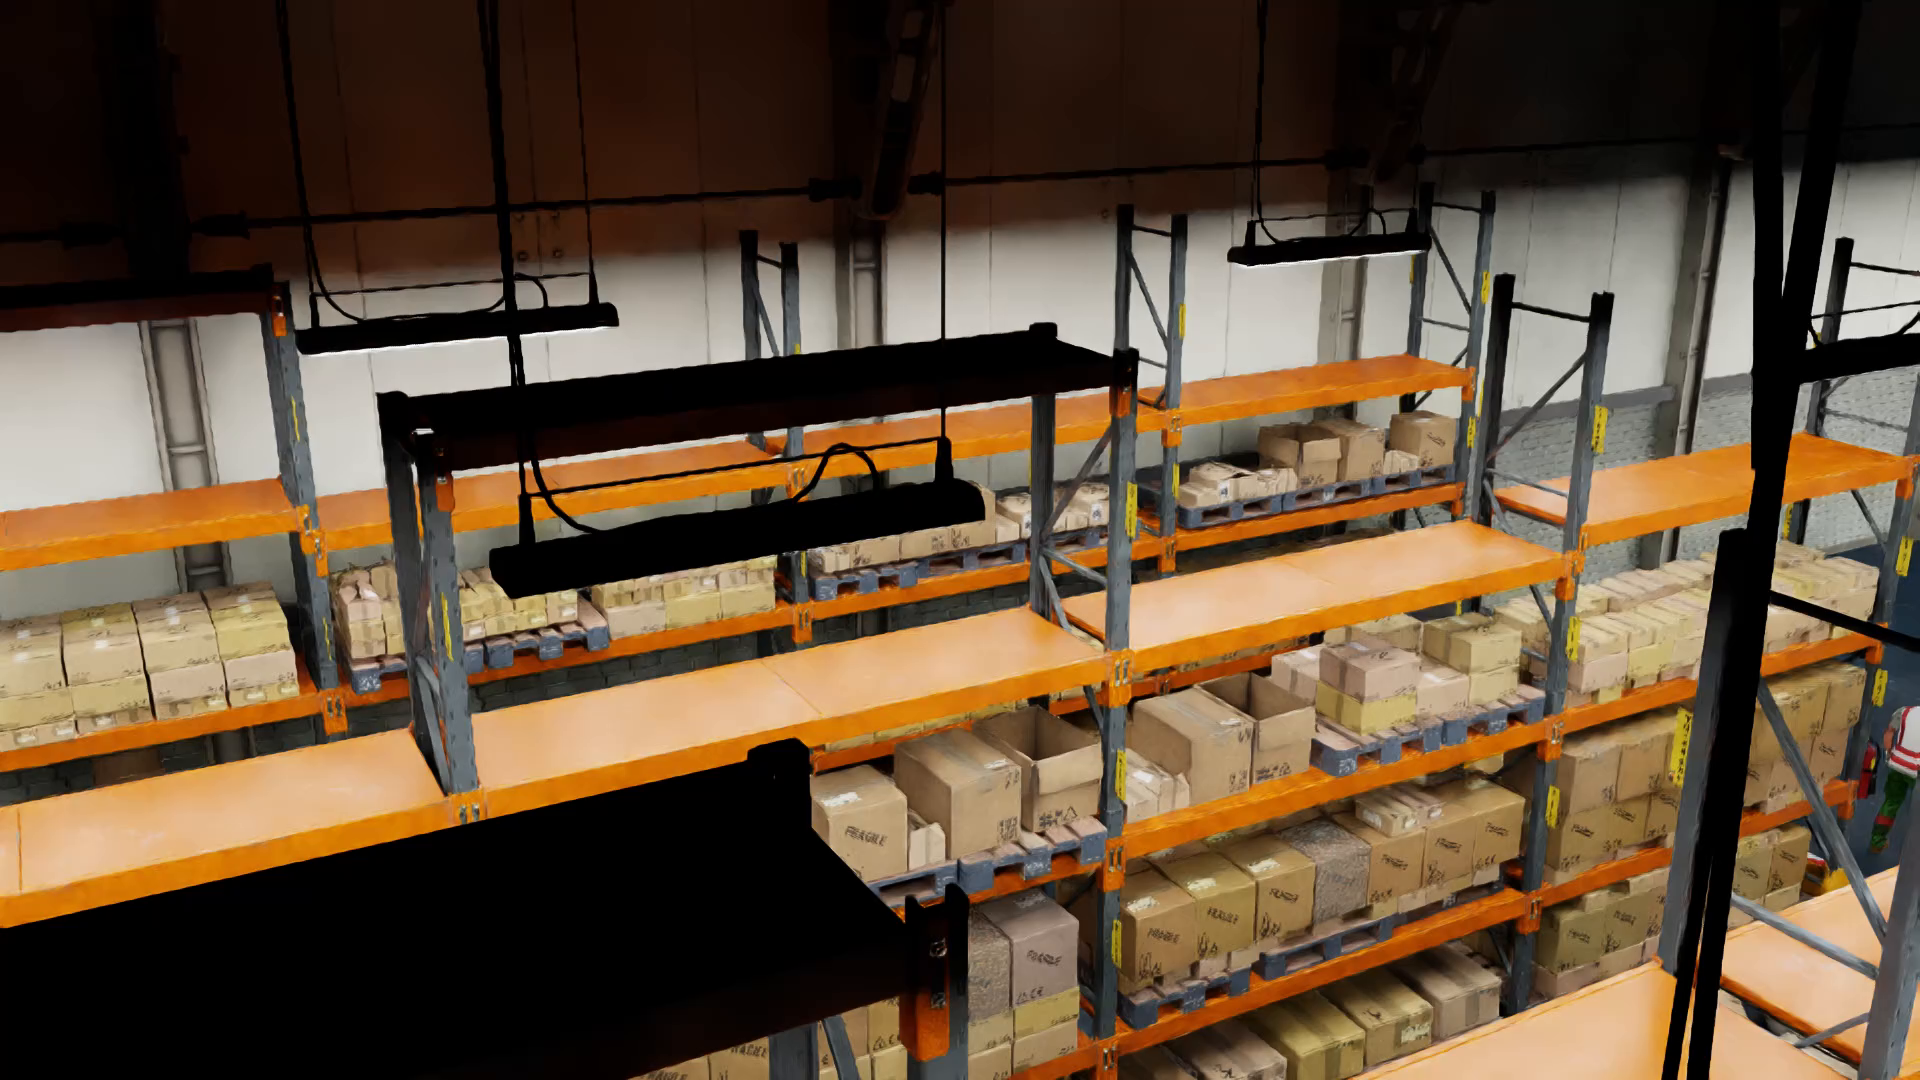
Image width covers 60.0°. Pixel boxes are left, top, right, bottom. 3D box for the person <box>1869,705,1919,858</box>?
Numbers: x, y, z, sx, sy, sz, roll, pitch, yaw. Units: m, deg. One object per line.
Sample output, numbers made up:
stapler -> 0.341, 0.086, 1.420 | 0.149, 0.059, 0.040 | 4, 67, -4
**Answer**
person -> 9.212, 2.215, 16.030 | 0.552, 1.742, 0.663 | -10, 21, -28
